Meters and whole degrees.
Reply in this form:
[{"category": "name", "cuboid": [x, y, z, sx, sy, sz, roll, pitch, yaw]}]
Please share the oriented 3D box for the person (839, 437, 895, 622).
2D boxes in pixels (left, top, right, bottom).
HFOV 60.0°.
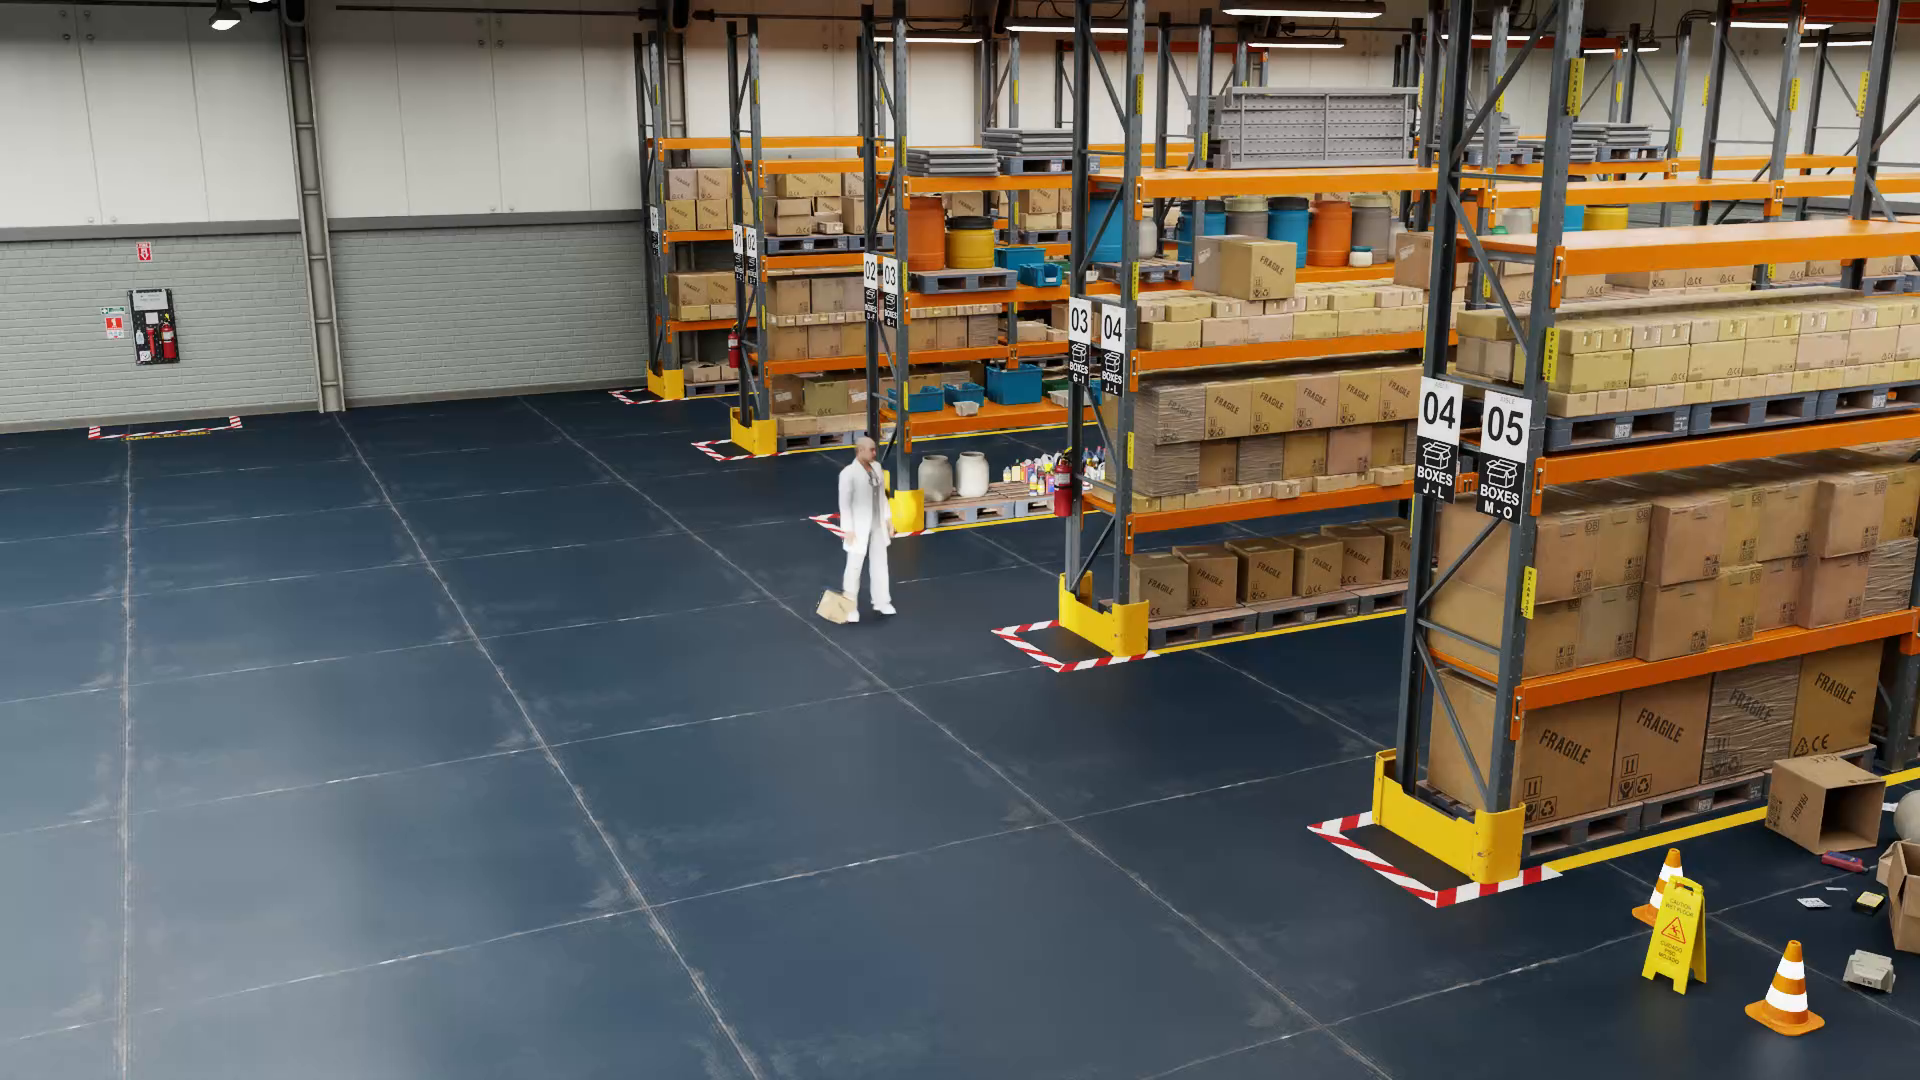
[{"category": "person", "cuboid": [-0.890, -0.114, 16.212, 0.502, 1.789, 0.595, 13, 20, 40]}]
